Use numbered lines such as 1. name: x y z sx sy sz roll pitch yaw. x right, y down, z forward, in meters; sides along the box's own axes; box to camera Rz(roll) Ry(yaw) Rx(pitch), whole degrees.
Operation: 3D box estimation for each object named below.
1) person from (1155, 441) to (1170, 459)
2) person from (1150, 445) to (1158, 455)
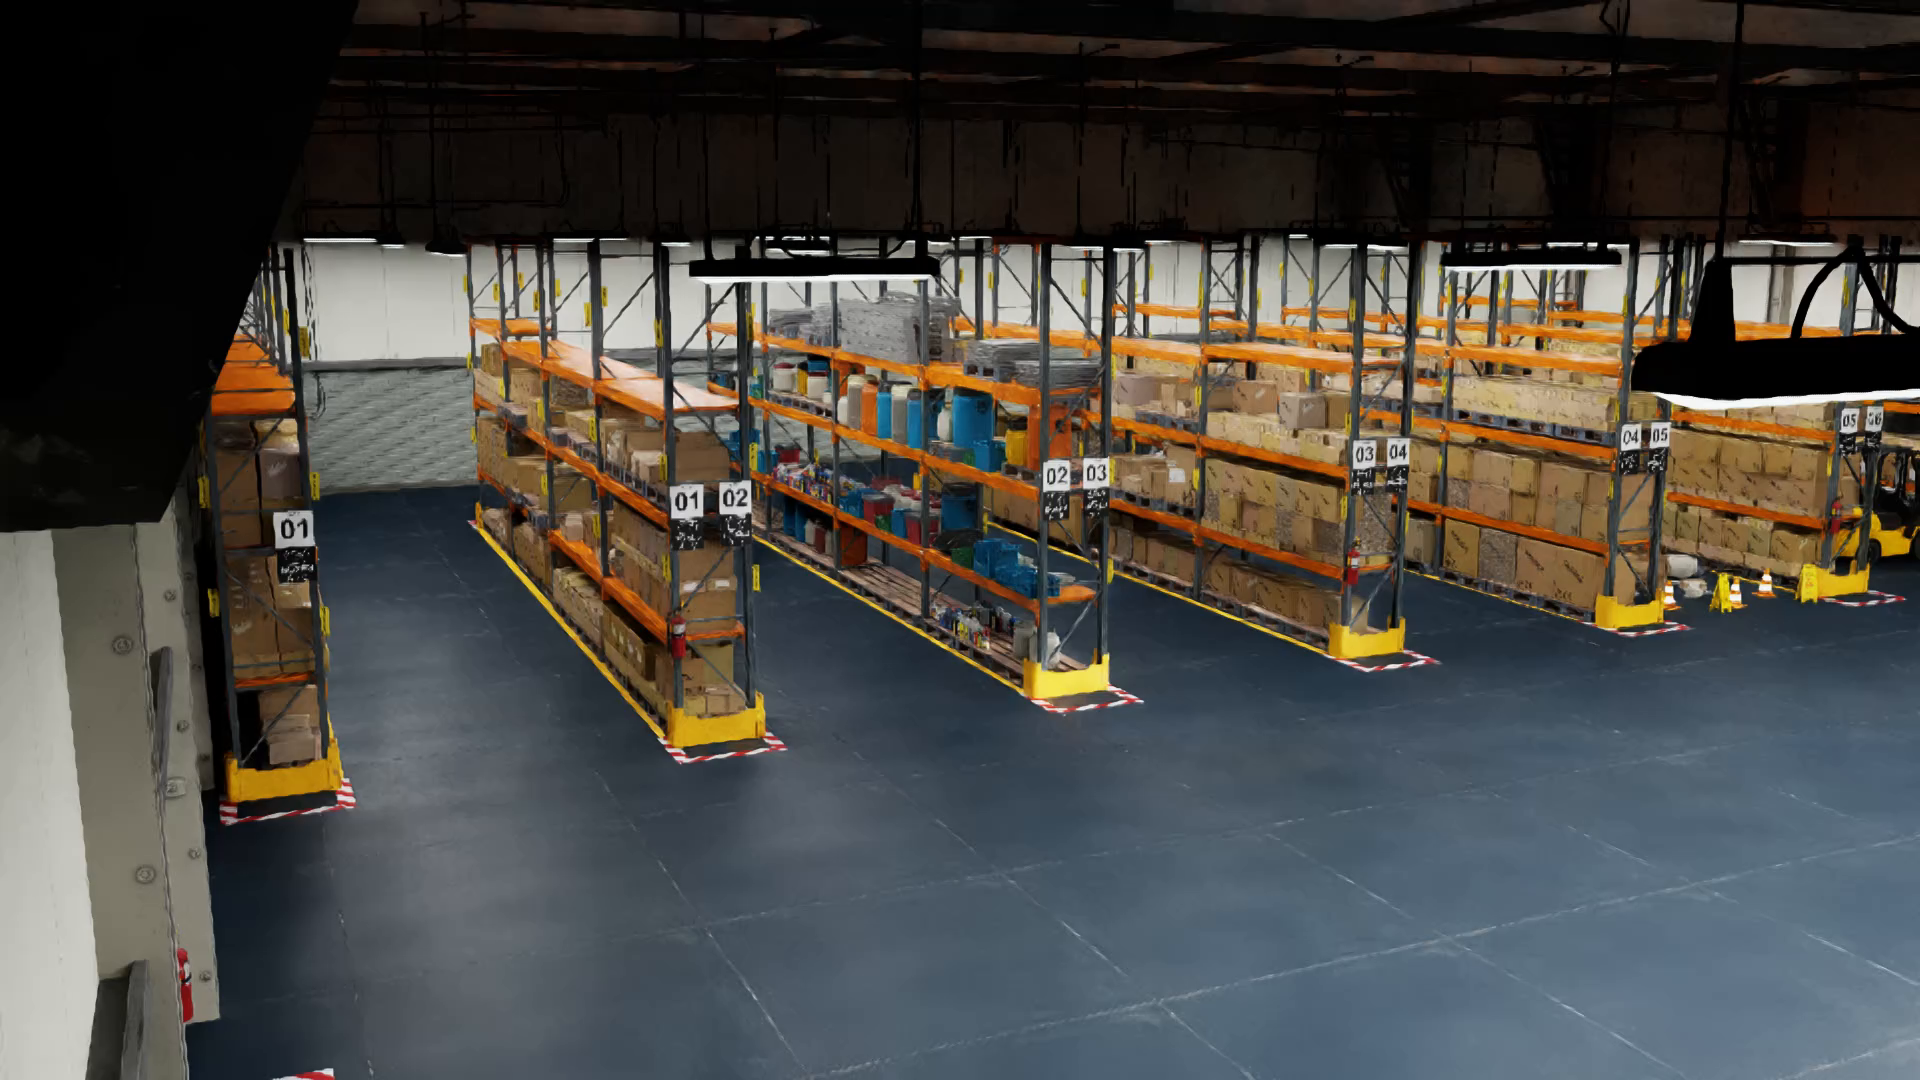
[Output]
1. person: 4.395 -1.363 35.968 0.627 1.603 0.798 -4 12 -19
2. person: 5.216 -2.700 42.831 0.555 1.577 0.902 -4 12 -20
